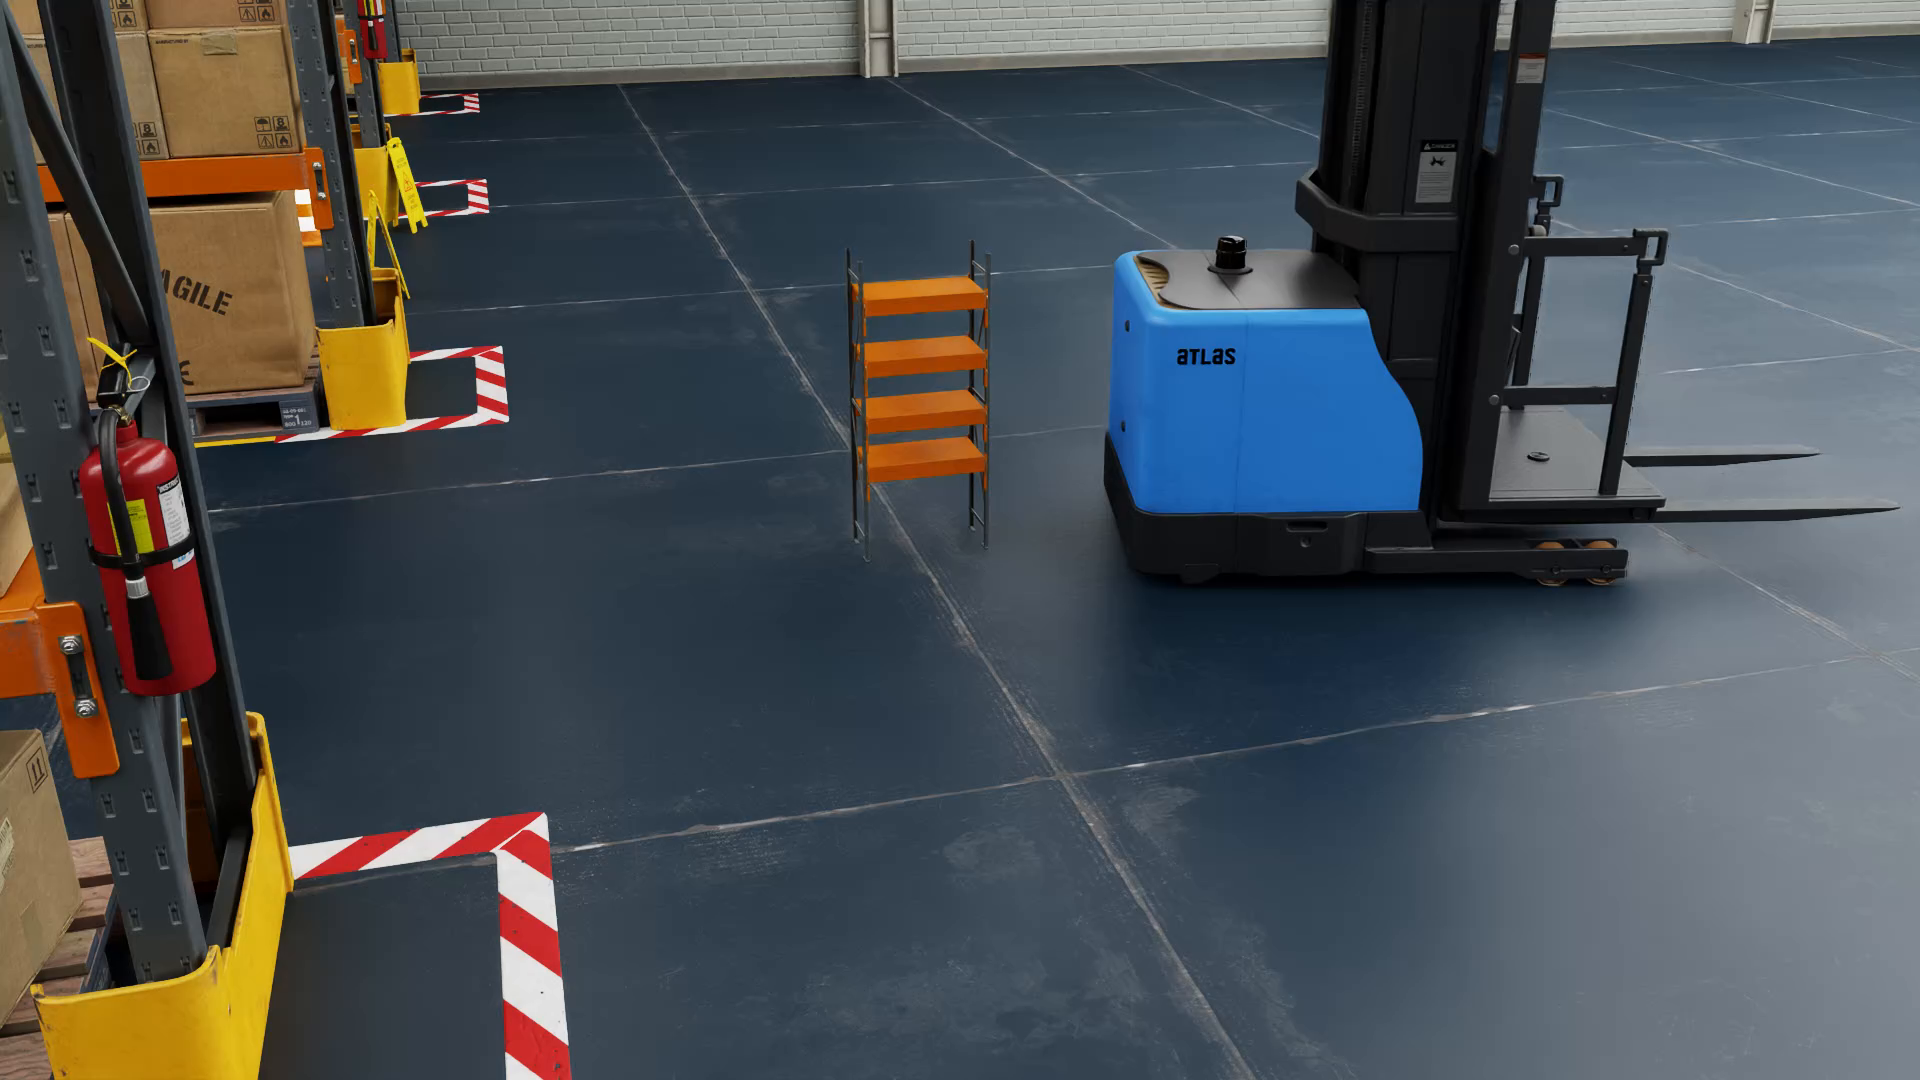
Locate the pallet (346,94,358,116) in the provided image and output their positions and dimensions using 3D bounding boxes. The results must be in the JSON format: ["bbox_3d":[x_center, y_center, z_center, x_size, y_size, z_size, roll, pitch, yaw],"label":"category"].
[{"bbox_3d":[-6.531,-4.505,16.981,1.213,0.211,1.003,-6,24,-14],"label":"pallet"}]

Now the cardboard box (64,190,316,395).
[{"bbox_3d":[-3.663,-1.250,8.021,0.875,0.875,0.875,-6,24,-14],"label":"cardboard box"}]

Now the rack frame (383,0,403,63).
[{"bbox_3d":[-5.806,-5.884,16.658,0.127,3.000,1.000,-6,24,-14],"label":"rack frame"}]

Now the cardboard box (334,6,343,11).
[{"bbox_3d":[-6.320,-5.293,16.968,0.500,0.250,0.500,-7,24,-15],"label":"cardboard box"}]

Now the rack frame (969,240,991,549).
[{"bbox_3d":[0.076,-0.560,6.533,0.015,1.200,0.240,-6,24,-14],"label":"rack frame"}]

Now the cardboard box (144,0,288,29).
[{"bbox_3d":[-3.395,-2.671,7.612,0.550,0.550,0.875,-6,24,-14],"label":"cardboard box"}]

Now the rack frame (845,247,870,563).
[{"bbox_3d":[-0.394,-0.508,6.412,0.015,1.200,0.240,-6,24,-14],"label":"rack frame"}]

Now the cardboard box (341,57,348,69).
[{"bbox_3d":[-6.191,-4.872,16.621,0.500,0.250,0.500,-7,24,-15],"label":"cardboard box"}]

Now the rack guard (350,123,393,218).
[{"bbox_3d":[-4.535,-2.843,12.741,0.348,0.500,1.175,-6,24,-14],"label":"rack guard"}]

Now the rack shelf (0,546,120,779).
[{"bbox_3d":[-3.711,0.307,3.144,4.000,0.370,1.077,-6,24,-14],"label":"rack shelf"}]

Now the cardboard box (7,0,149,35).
[{"bbox_3d":[-3.900,-2.578,7.394,0.550,0.550,0.875,-6,24,-14],"label":"cardboard box"}]

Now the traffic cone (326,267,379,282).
[{"bbox_3d":[-3.900,-1.913,10.621,0.334,0.463,0.336,-6,24,-14],"label":"traffic cone"}]

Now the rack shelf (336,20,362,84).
[{"bbox_3d":[-6.388,-3.456,11.912,4.000,0.370,1.077,-6,24,-14],"label":"rack shelf"}]

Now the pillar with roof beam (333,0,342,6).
[{"bbox_3d":[-5.557,-7.274,12.290,0.400,9.000,9.100,-6,24,-14],"label":"pillar with roof beam"}]

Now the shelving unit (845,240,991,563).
[{"bbox_3d":[-0.159,-0.534,6.472,0.503,1.200,0.258,-6,24,-14],"label":"shelving unit"}]

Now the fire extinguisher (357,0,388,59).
[{"bbox_3d":[-4.227,-3.801,11.903,0.183,0.674,0.296,-6,24,-14],"label":"fire extinguisher"}]

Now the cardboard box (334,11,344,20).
[{"bbox_3d":[-6.165,-5.105,16.530,0.500,0.250,0.500,-5,24,-13],"label":"cardboard box"}]

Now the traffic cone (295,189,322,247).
[{"bbox_3d":[-4.527,-2.298,11.519,0.334,0.463,0.336,-6,24,-14],"label":"traffic cone"}]

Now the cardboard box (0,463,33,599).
[{"bbox_3d":[-2.004,-0.013,3.294,0.250,0.149,0.380,-6,24,-14],"label":"cardboard box"}]

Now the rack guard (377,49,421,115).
[{"bbox_3d":[-5.783,-4.737,17.157,0.348,0.500,1.175,-6,24,-14],"label":"rack guard"}]

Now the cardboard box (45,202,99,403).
[{"bbox_3d":[-4.509,-1.156,7.801,0.875,0.875,0.875,-7,24,-15],"label":"cardboard box"}]

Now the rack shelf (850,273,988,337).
[{"bbox_3d":[-0.159,-0.895,6.317,0.480,0.148,0.258,-6,24,-14],"label":"rack shelf"}]

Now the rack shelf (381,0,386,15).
[{"bbox_3d":[-7.732,-5.340,16.303,4.000,0.370,1.077,-6,24,-14],"label":"rack shelf"}]

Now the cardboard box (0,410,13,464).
[{"bbox_3d":[-2.124,-0.182,3.688,0.250,0.149,0.380,-6,24,-14],"label":"cardboard box"}]

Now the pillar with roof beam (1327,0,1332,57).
[{"bbox_3d":[5.997,-8.552,15.269,0.400,9.000,9.100,-6,24,-14],"label":"pillar with roof beam"}]

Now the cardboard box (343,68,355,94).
[{"bbox_3d":[-6.173,-4.643,16.721,0.500,0.250,0.500,-6,24,-14],"label":"cardboard box"}]

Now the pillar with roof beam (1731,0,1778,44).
[{"bbox_3d":[11.774,-9.191,16.759,0.400,9.000,9.100,-6,24,-14],"label":"pillar with roof beam"}]

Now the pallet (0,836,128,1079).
[{"bbox_3d":[-2.650,1.126,3.859,1.213,0.211,1.003,-6,24,-14],"label":"pallet"}]

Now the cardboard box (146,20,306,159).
[{"bbox_3d":[-3.373,-2.143,7.750,0.550,0.550,0.875,-6,24,-14],"label":"cardboard box"}]

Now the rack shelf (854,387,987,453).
[{"bbox_3d":[-0.159,-0.472,6.499,0.480,0.148,0.258,-6,24,-14],"label":"rack shelf"}]

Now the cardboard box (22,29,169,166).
[{"bbox_3d":[-3.896,-2.076,7.594,0.550,0.550,0.875,-6,24,-14],"label":"cardboard box"}]

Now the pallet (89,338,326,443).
[{"bbox_3d":[-3.776,-0.735,8.194,1.213,0.211,1.003,-6,24,-14],"label":"pallet"}]

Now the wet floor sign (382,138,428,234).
[{"bbox_3d":[-3.990,-2.531,11.831,0.232,0.644,0.267,2,23,4],"label":"wet floor sign"}]

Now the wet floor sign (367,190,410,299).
[{"bbox_3d":[-3.534,-1.804,10.135,0.232,0.644,0.267,-11,25,-23],"label":"wet floor sign"}]

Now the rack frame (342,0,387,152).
[{"bbox_3d":[-4.462,-3.999,12.267,0.127,3.000,1.000,-6,24,-14],"label":"rack frame"}]

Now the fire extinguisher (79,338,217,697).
[{"bbox_3d":[-1.550,-0.039,3.134,0.183,0.674,0.296,-6,24,-14],"label":"fire extinguisher"}]

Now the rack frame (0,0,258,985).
[{"bbox_3d":[-1.785,-0.237,3.498,0.127,3.000,1.000,-6,24,-14],"label":"rack frame"}]

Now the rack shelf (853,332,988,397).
[{"bbox_3d":[-0.159,-0.677,6.411,0.480,0.148,0.258,-6,24,-14],"label":"rack shelf"}]

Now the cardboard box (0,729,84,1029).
[{"bbox_3d":[-2.391,0.779,3.768,0.500,0.500,0.500,-2,23,-5],"label":"cardboard box"}]

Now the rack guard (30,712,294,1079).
[{"bbox_3d":[-1.858,0.920,3.972,0.348,0.500,1.175,-6,24,-14],"label":"rack guard"}]

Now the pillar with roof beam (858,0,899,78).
[{"bbox_3d":[0.220,-7.913,13.780,0.400,9.000,9.100,-6,24,-14],"label":"pillar with roof beam"}]

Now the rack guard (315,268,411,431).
[{"bbox_3d":[-3.004,-0.985,8.411,0.348,0.500,1.175,-6,24,-14],"label":"rack guard"}]

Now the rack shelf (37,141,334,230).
[{"bbox_3d":[-4.953,-1.587,7.557,4.000,0.370,1.077,-6,24,-14],"label":"rack shelf"}]

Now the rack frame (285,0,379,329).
[{"bbox_3d":[-3.027,-2.131,7.912,0.127,3.000,1.000,-6,24,-14],"label":"rack frame"}]

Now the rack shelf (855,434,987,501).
[{"bbox_3d":[-0.159,-0.289,6.577,0.480,0.148,0.258,-6,24,-14],"label":"rack shelf"}]

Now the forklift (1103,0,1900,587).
[{"bbox_3d":[2.146,-1.379,6.248,3.031,2.935,1.130,-1,23,-2],"label":"forklift"}]
